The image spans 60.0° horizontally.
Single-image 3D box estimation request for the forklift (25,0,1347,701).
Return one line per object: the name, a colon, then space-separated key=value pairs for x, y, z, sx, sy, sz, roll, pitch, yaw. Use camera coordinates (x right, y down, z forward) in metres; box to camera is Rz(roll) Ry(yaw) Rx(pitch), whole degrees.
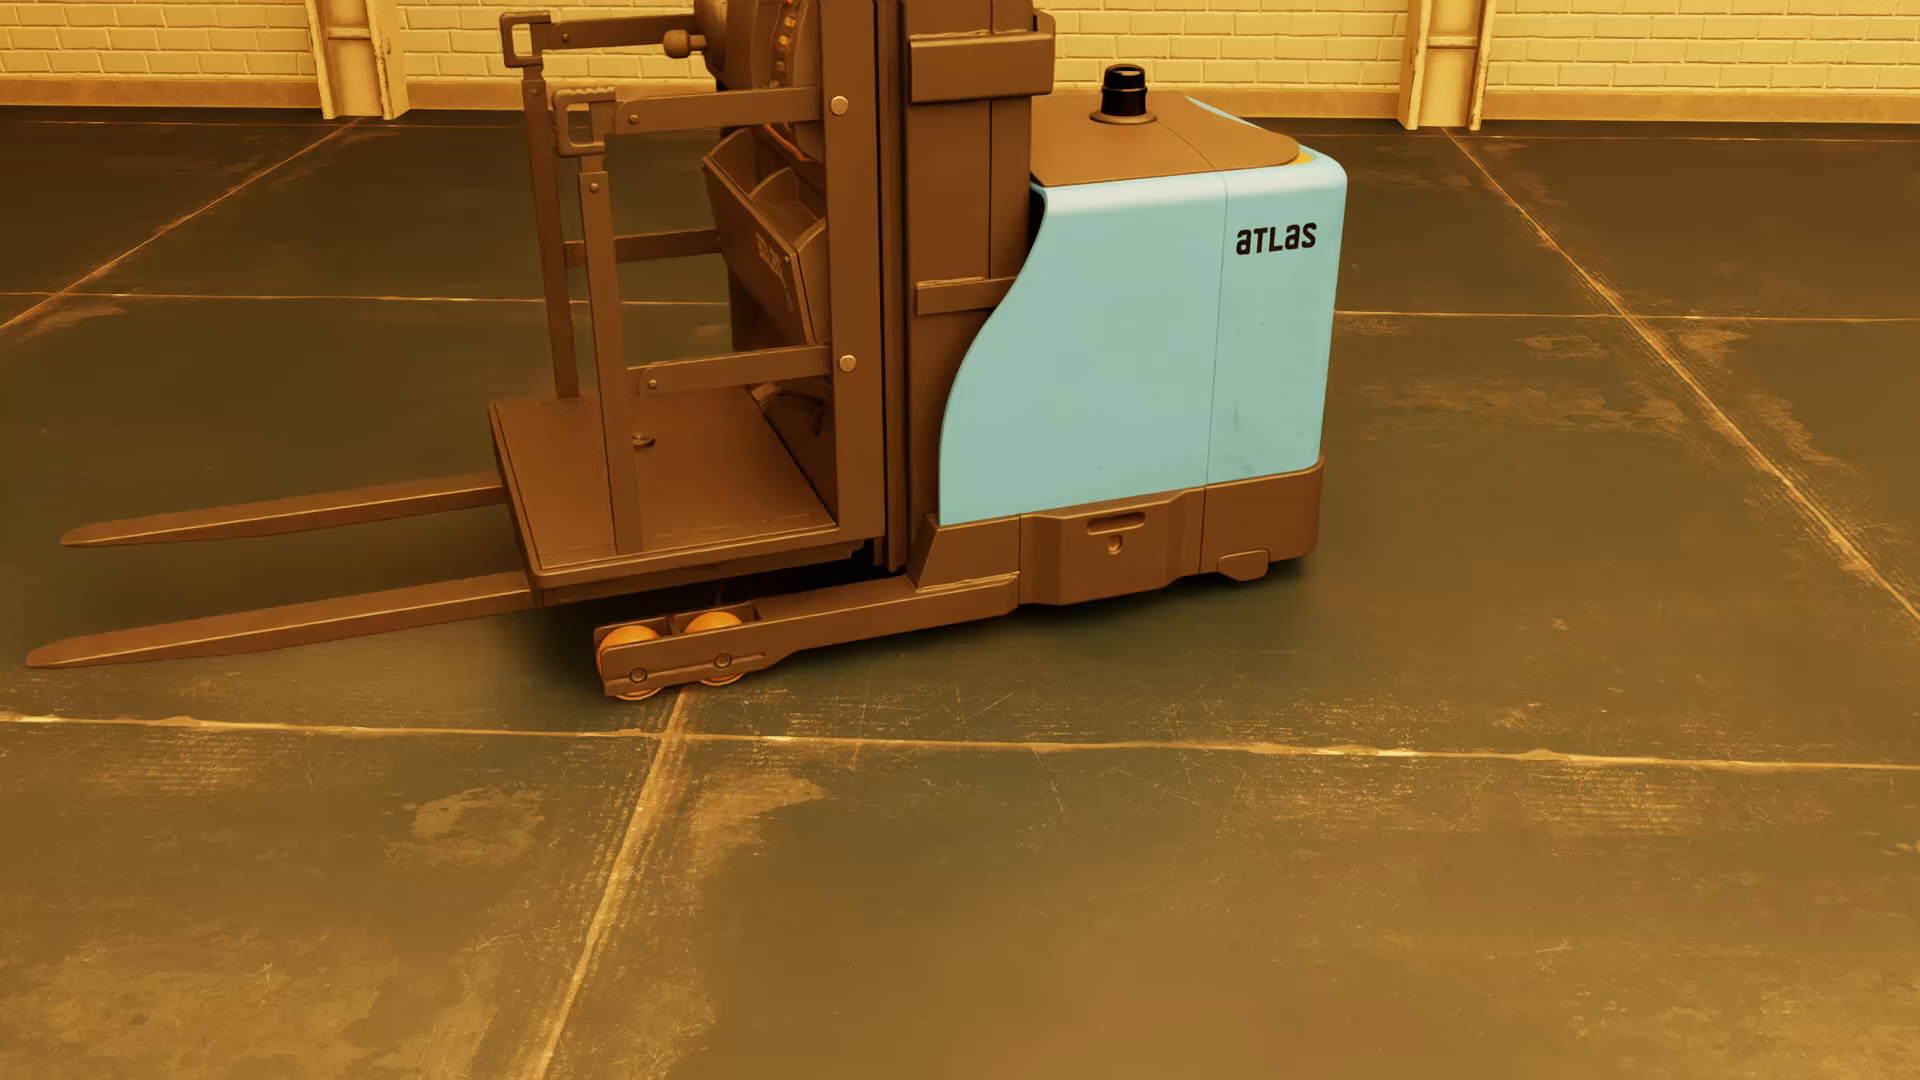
forklift: x=-0.644 y=-1.213 z=3.668 sx=3.031 sy=2.935 sz=1.130 roll=-9 pitch=28 yaw=-17
